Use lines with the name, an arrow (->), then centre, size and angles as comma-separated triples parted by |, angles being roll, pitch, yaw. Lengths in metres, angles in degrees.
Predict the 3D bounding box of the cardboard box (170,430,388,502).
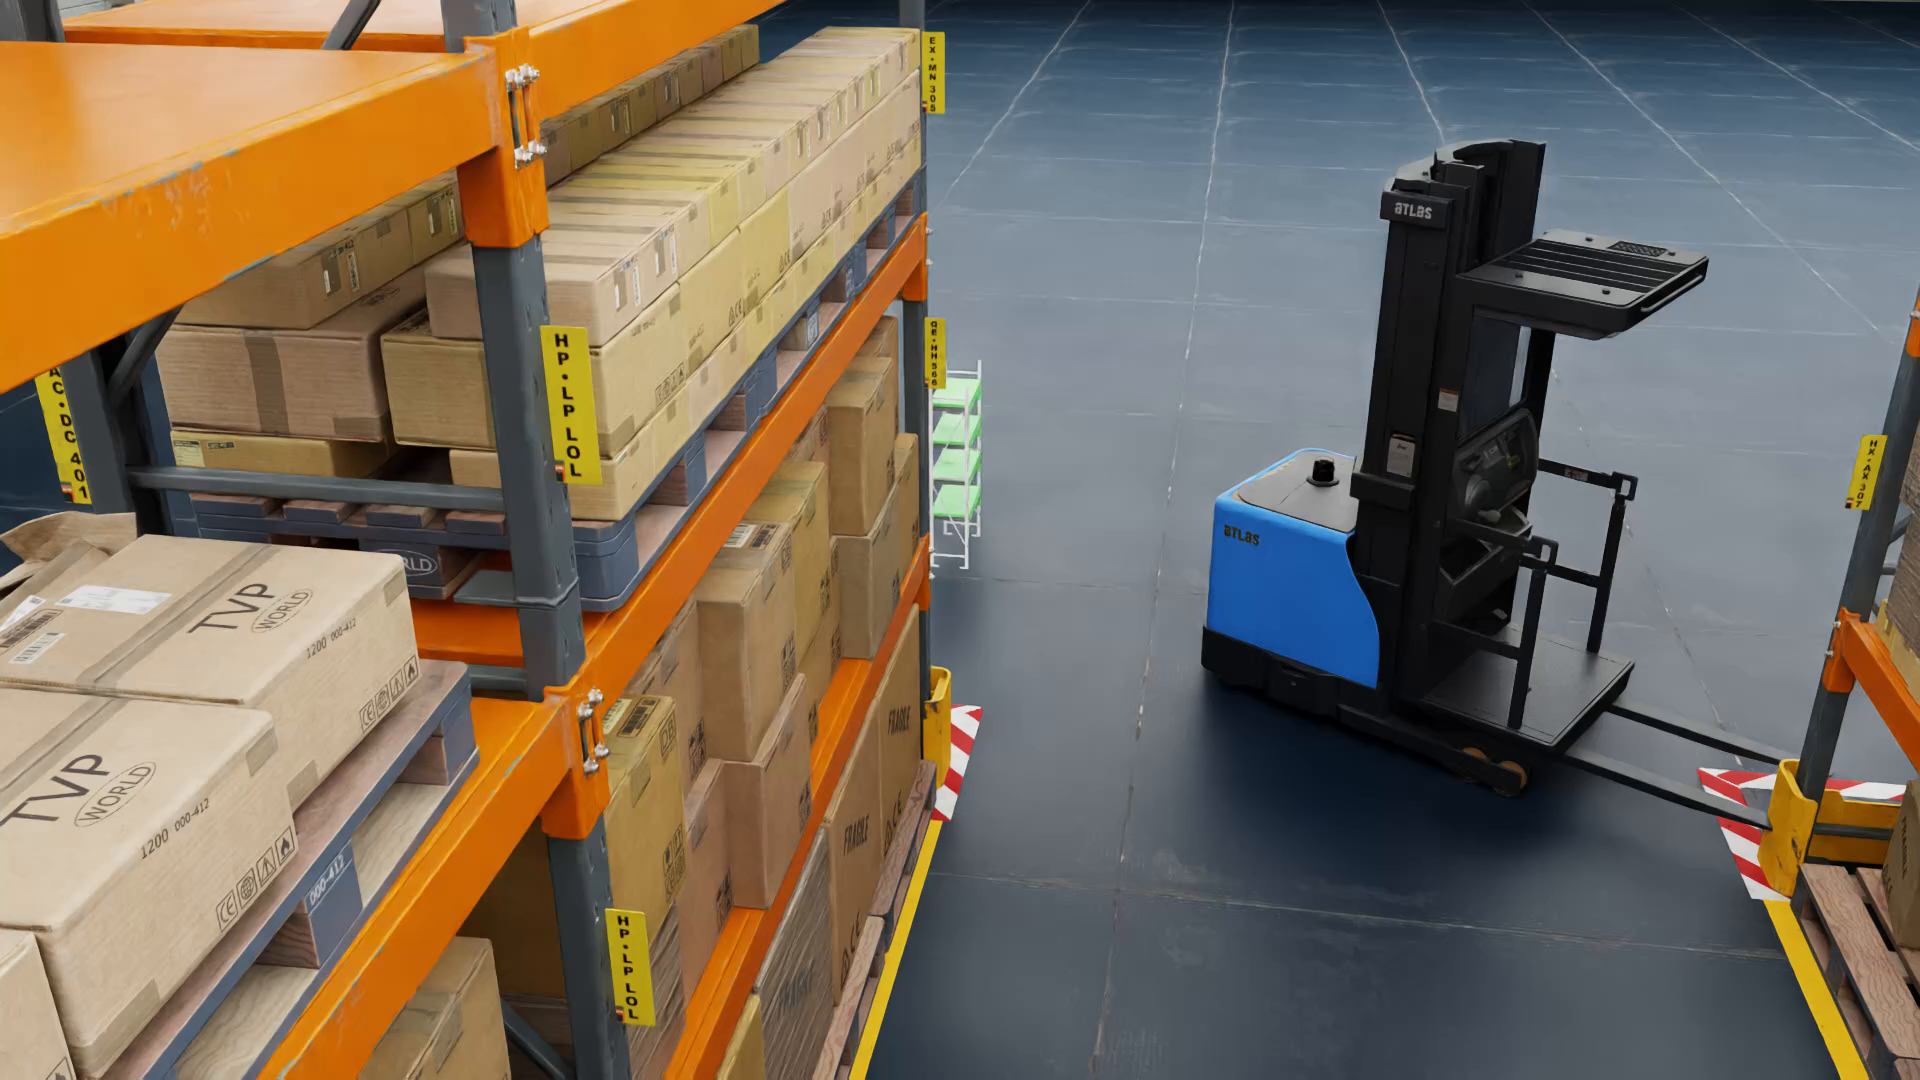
cardboard box -> -1.555, -0.213, 3.812 | 0.380, 0.149, 0.250 | 4, 25, 8

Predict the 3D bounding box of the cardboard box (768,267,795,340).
cardboard box -> -0.698, -0.700, 4.853 | 0.380, 0.149, 0.250 | 4, 25, 9

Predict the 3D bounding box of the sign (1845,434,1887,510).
sign -> 3.696, -0.275, 6.779 | 0.100, 0.325, 0.005 | 4, 25, 9

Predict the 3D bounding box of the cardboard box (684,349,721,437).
cardboard box -> -0.822, -0.380, 4.169 | 0.380, 0.149, 0.250 | 4, 25, 8

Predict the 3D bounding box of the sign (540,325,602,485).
sign -> -0.762, -0.260, 3.248 | 0.100, 0.325, 0.005 | 4, 25, 9

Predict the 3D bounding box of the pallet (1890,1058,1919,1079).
pallet -> 3.850, 2.295, 5.598 | 1.003, 0.211, 1.213 | 4, 25, 9

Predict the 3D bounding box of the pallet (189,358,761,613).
pallet -> -1.155, -0.218, 4.245 | 1.003, 0.211, 1.213 | 4, 25, 9

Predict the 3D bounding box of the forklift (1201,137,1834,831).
forklift -> 2.774, -0.335, 8.008 | 3.031, 2.935, 1.130 | 20, 31, 36

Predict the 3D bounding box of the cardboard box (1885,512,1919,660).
cardboard box -> 4.114, 0.203, 6.310 | 0.875, 0.500, 0.500 | 4, 25, 9

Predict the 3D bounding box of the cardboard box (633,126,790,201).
cardboard box -> -0.698, -1.061, 4.683 | 0.380, 0.149, 0.250 | 4, 25, 8

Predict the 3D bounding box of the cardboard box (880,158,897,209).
cardboard box -> -0.449, -1.336, 6.212 | 0.380, 0.149, 0.250 | 4, 25, 9

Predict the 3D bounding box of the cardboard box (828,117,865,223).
cardboard box -> -0.615, -1.249, 5.555 | 0.500, 0.250, 0.500 | 4, 25, 8

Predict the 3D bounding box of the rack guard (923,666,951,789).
rack guard -> -0.641, 0.891, 8.258 | 1.175, 0.500, 0.348 | 4, 25, 9

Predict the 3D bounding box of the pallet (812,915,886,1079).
pallet -> -0.901, 1.880, 6.485 | 1.003, 0.211, 1.213 | 4, 25, 9

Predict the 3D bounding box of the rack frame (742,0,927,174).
rack frame -> -0.645, -2.949, 6.435 | 1.000, 3.000, 0.127 | 4, 25, 9

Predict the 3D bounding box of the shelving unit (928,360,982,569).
shelving unit -> -0.027, -0.474, 10.348 | 0.258, 1.200, 0.503 | 4, 25, 9

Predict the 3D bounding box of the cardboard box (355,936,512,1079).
cardboard box -> -1.374, 1.151, 3.455 | 0.700, 0.500, 0.500 | 4, 25, 8

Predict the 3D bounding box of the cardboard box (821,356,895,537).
cardboard box -> -0.743, -0.400, 6.615 | 0.875, 0.550, 0.550 | 4, 25, 9

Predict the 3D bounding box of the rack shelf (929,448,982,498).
rack shelf -> -0.027, -0.416, 10.375 | 0.258, 0.148, 0.480 | 4, 25, 9

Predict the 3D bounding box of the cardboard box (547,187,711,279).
cardboard box -> -0.822, -0.741, 4.000 | 0.380, 0.149, 0.250 | 4, 25, 8

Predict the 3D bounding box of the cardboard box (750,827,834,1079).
cardboard box -> -0.984, 1.578, 5.851 | 0.875, 0.875, 0.875 | 4, 25, 9

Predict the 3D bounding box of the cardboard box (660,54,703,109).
cardboard box -> -1.139, -1.638, 5.915 | 0.380, 0.149, 0.250 | 4, 25, 9

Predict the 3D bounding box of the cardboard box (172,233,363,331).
cardboard box -> -1.554, -0.575, 3.644 | 0.380, 0.149, 0.250 | 4, 25, 8

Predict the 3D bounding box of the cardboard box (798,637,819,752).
cardboard box -> -0.991, 0.540, 5.880 | 0.875, 0.550, 0.500 | 4, 25, 9

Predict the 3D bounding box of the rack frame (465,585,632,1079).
rack frame -> -1.299, 1.441, 4.132 | 1.000, 3.000, 0.127 | 4, 25, 9

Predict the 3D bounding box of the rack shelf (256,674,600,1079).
rack shelf -> -1.626, 1.245, 1.862 | 1.077, 0.370, 4.000 | 4, 25, 9

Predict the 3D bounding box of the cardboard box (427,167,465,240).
cardboard box -> -1.430, -0.890, 4.318 | 0.380, 0.149, 0.250 | 4, 25, 9

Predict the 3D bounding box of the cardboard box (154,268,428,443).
cardboard box -> -1.472, -0.443, 3.833 | 0.500, 0.250, 0.500 | 4, 25, 8

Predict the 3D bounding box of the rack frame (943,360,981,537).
rack frame -> 0.013, -0.576, 10.566 | 0.240, 1.200, 0.015 | 4, 25, 9

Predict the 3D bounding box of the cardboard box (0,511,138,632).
cardboard box -> -1.644, 0.143, 2.912 | 0.258, 0.266, 0.396 | 4, 25, 8

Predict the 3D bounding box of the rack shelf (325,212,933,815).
rack shelf -> -0.972, -0.428, 5.436 | 1.077, 0.370, 4.000 | 4, 25, 9

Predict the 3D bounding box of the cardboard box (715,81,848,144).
cardboard box -> -0.574, -1.377, 5.357 | 0.380, 0.149, 0.250 | 4, 25, 8

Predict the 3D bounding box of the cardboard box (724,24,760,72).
cardboard box -> -1.014, -1.955, 6.593 | 0.380, 0.149, 0.250 | 4, 25, 9

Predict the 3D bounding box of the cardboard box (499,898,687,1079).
cardboard box -> -1.251, 1.218, 4.432 | 0.875, 0.550, 0.550 | 4, 25, 9

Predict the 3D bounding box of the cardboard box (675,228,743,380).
cardboard box -> -0.862, -0.616, 4.201 | 0.500, 0.250, 0.500 | 4, 25, 8

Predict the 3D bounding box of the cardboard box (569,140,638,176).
cardboard box -> -1.224, -1.075, 5.183 | 0.500, 0.250, 0.500 | 4, 25, 8

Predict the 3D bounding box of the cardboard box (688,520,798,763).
cardboard box -> -1.006, 0.278, 5.167 | 0.875, 0.550, 0.550 | 4, 25, 9

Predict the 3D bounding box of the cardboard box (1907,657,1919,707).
cardboard box -> 3.834, 0.578, 6.274 | 0.380, 0.149, 0.250 | 4, 25, 9

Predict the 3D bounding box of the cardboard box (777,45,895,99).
cardboard box -> -0.450, -1.697, 6.041 | 0.380, 0.149, 0.250 | 4, 25, 9

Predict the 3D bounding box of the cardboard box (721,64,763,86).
cardboard box -> -0.977, -1.708, 6.536 | 0.500, 0.250, 0.500 | 4, 25, 8

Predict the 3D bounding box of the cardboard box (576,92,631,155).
cardboard box -> -1.264, -1.317, 5.229 | 0.380, 0.149, 0.250 | 4, 25, 9

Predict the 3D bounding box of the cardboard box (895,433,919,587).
cardboard box -> -0.661, -0.141, 7.336 | 0.875, 0.550, 0.550 | 4, 25, 9

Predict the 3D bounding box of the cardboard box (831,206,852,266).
cardboard box -> -0.573, -1.018, 5.531 | 0.380, 0.149, 0.250 | 4, 25, 9
